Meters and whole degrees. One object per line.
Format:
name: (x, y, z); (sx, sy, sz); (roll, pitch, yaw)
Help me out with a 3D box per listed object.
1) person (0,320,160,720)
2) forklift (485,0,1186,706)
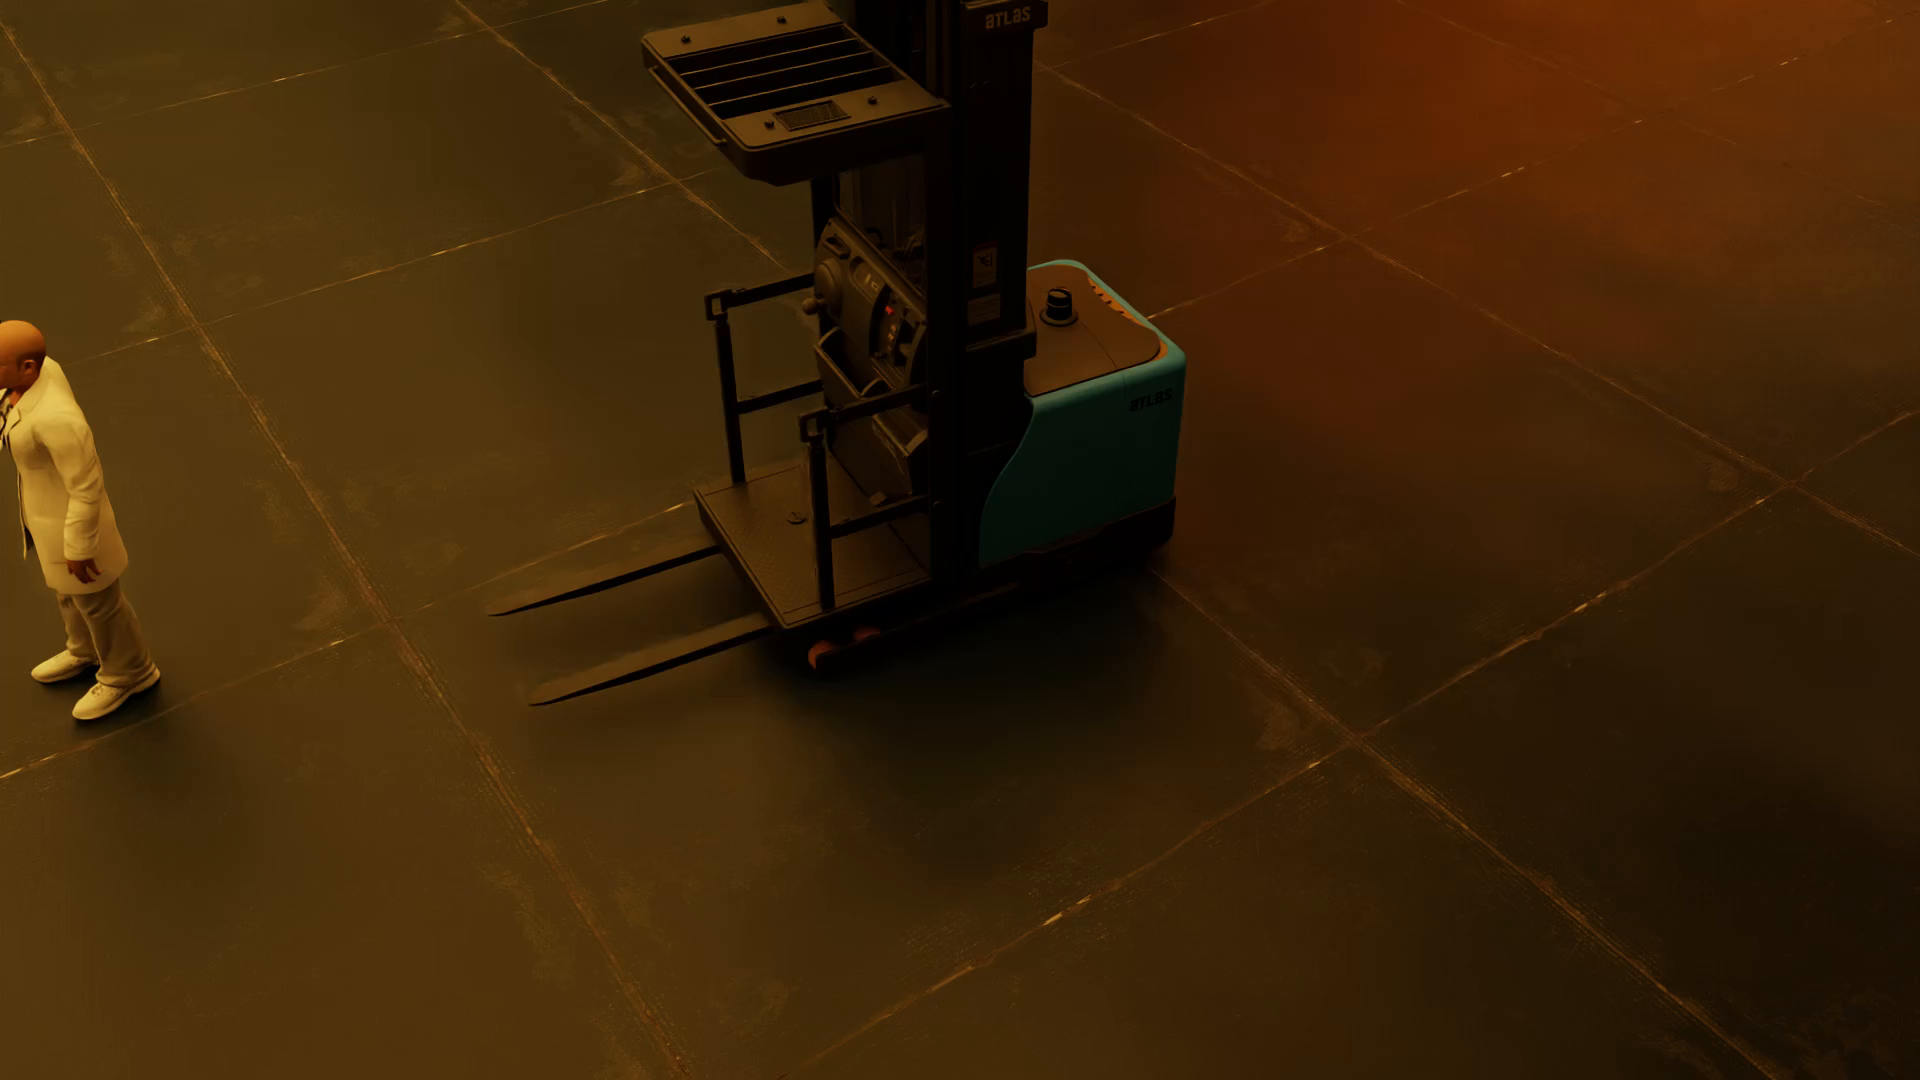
person: (-3.588, -0.054, 6.527); (0.553, 1.785, 0.689); (-25, 46, -28)
forklift: (-0.553, -0.931, 6.685); (3.031, 2.935, 1.130); (-19, 43, -21)
